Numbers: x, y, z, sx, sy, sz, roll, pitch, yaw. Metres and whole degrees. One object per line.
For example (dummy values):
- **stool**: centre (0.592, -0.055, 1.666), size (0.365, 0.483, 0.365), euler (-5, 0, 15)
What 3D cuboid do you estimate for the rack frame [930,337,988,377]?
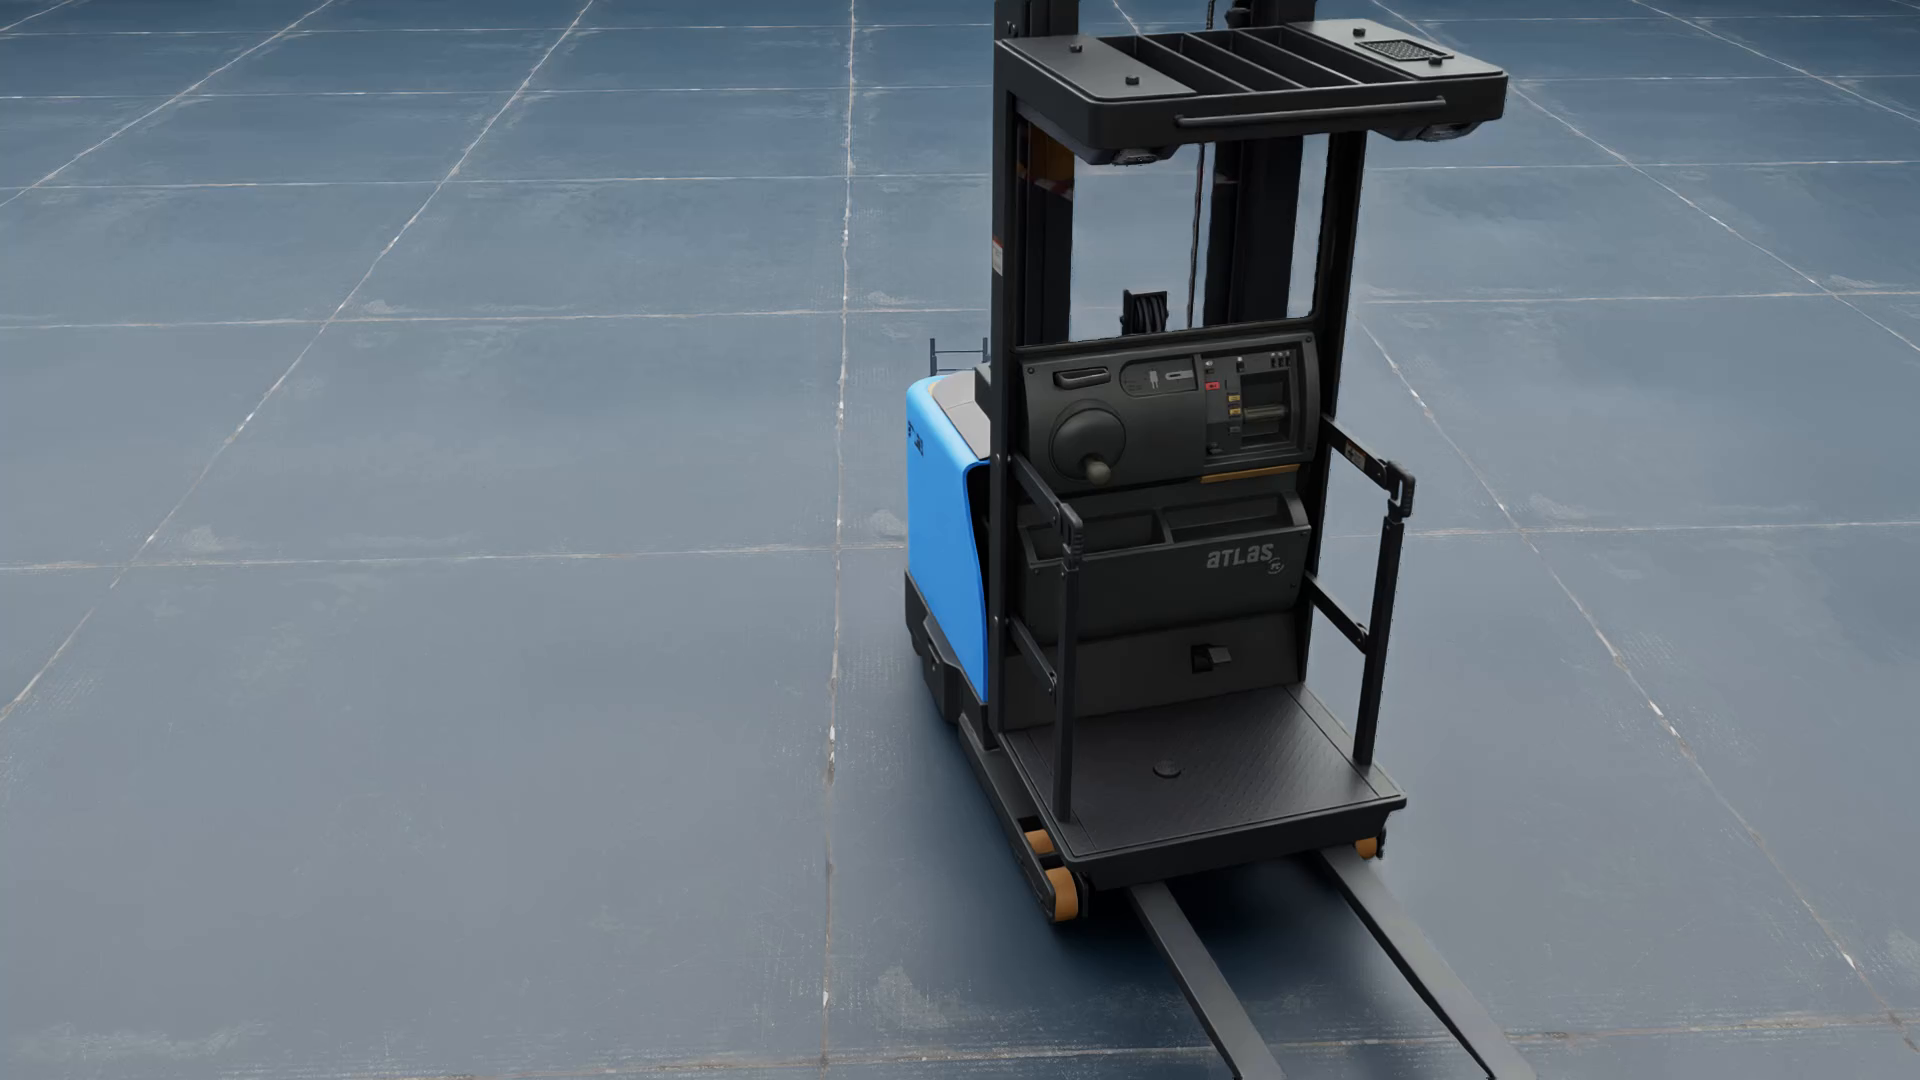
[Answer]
- **rack frame**: centre (-0.005, -0.442, 7.125), size (0.240, 0.900, 0.006), euler (-1, 28, -3)

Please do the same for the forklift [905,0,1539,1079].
- **forklift**: centre (0.696, -0.348, 4.747), size (1.130, 2.935, 3.031), euler (-8, 29, -15)

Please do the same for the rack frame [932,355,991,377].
- **rack frame**: centre (0.006, -0.348, 6.945), size (0.240, 0.900, 0.006), euler (-1, 28, -3)

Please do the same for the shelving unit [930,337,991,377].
- **shelving unit**: centre (0.000, -0.395, 7.035), size (0.258, 0.900, 0.210), euler (-1, 28, -3)
